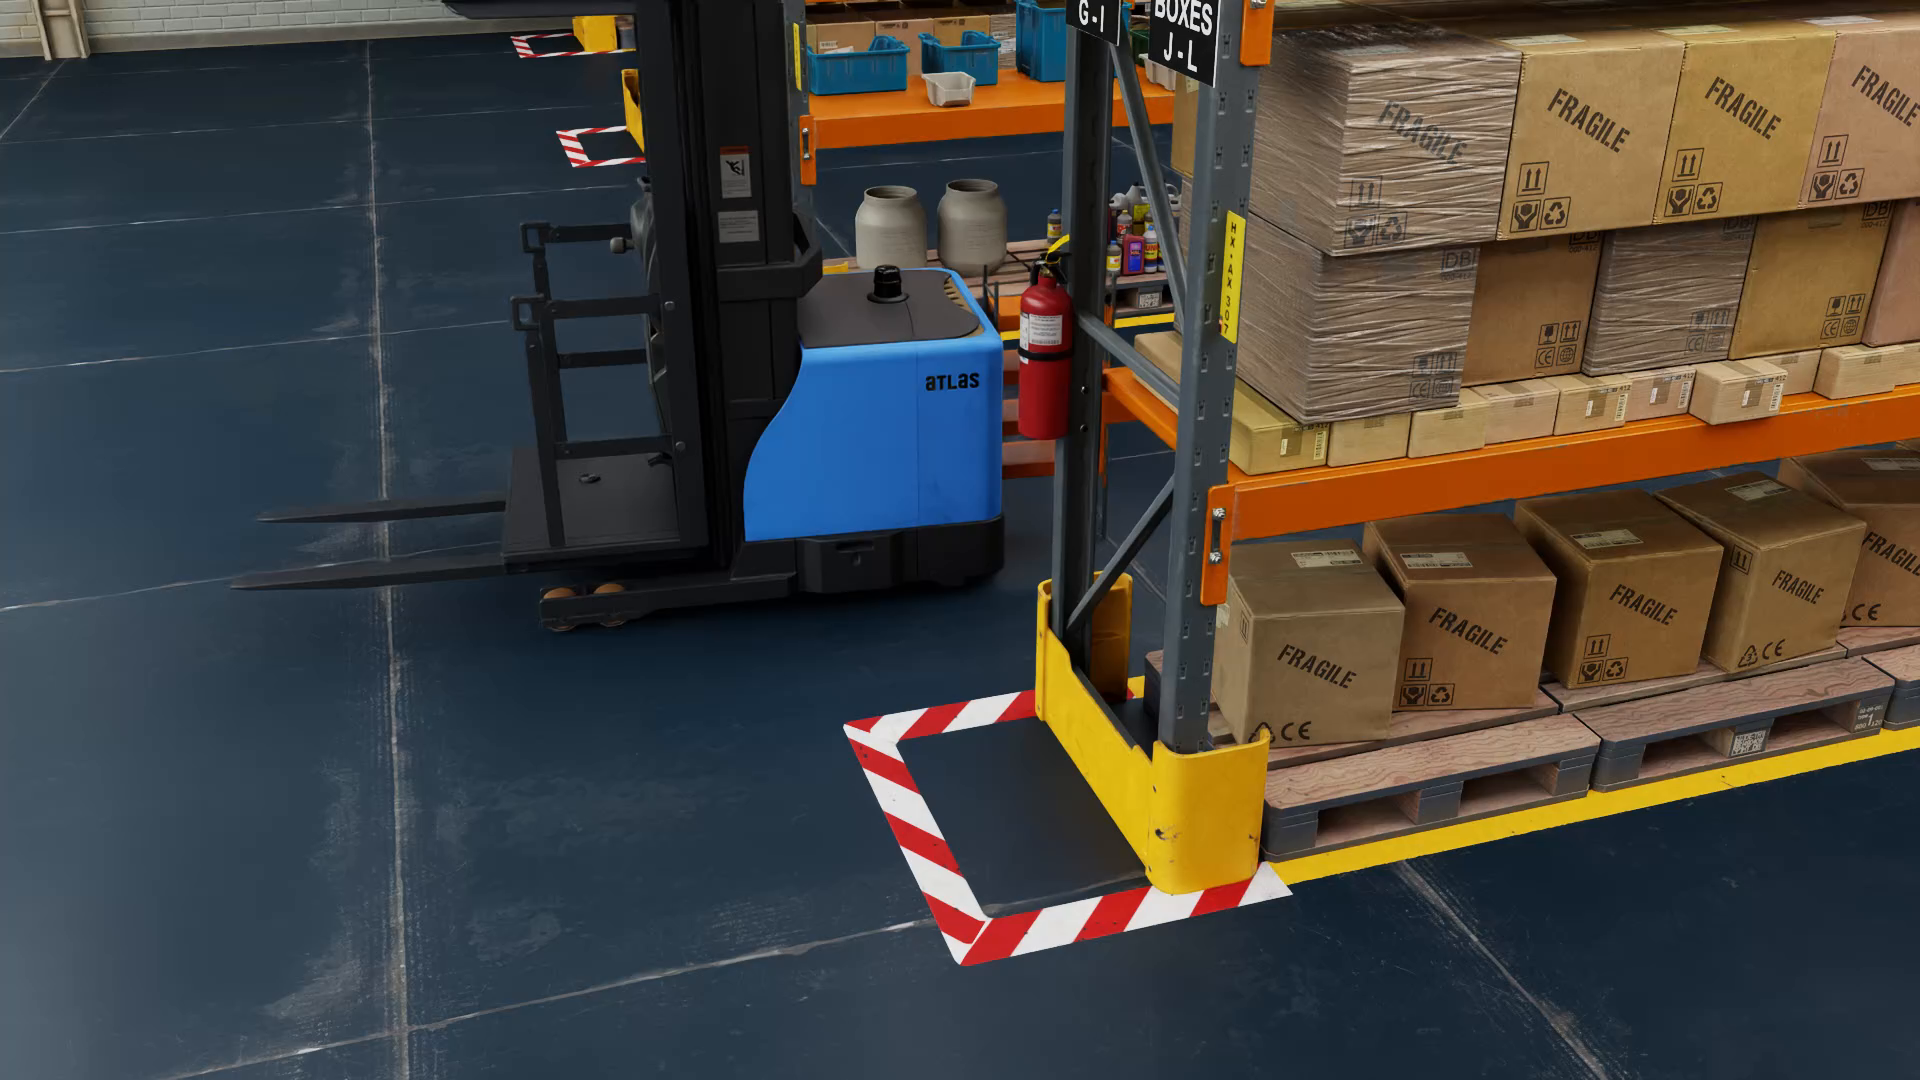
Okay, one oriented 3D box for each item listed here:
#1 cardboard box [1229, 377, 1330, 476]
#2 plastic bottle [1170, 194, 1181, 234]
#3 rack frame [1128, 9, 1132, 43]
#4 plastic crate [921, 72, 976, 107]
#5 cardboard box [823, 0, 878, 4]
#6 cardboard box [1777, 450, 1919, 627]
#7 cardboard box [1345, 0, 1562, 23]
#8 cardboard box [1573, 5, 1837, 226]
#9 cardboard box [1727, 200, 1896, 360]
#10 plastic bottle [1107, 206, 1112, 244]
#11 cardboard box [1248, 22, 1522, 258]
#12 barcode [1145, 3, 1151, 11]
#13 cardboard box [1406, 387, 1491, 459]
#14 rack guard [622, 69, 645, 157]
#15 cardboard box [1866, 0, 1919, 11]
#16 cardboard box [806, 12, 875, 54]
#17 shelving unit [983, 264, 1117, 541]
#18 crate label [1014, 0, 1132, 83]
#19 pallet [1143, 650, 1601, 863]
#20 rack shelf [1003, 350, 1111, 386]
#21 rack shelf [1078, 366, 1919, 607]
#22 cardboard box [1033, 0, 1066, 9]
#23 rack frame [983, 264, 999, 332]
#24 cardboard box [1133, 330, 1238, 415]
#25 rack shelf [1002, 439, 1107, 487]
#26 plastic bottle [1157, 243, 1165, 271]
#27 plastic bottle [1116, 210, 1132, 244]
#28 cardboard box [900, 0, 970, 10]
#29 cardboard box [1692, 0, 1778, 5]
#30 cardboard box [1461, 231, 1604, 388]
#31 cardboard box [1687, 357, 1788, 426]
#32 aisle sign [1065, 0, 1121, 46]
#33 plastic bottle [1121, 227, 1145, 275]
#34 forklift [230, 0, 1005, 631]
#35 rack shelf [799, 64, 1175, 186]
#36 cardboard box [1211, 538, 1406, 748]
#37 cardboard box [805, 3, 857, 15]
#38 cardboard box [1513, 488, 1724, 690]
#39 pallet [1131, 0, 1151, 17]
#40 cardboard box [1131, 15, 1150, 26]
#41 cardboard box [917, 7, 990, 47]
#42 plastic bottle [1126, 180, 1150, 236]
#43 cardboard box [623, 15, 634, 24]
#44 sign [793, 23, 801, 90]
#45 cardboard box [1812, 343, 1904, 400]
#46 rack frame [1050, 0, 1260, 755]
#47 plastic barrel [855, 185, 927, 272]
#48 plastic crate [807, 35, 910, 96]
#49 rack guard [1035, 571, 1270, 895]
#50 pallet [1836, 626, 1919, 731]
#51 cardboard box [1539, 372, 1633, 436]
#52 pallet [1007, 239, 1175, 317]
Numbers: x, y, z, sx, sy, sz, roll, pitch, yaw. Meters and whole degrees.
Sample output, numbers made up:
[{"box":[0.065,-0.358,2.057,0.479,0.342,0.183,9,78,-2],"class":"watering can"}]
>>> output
[{"box":[0.871,-0.340,4.844,0.250,0.149,0.380,-8,28,-16],"class":"cardboard box"},{"box":[1.386,-2.057,10.588,0.135,0.276,0.152,-8,28,-16],"class":"plastic bottle"},{"box":[1.265,-5.254,14.460,0.127,3.000,1.000,-8,28,-16],"class":"rack frame"},{"box":[-0.057,-2.477,9.164,0.250,0.136,0.298,-8,28,-16],"class":"plastic crate"},{"box":[-1.247,-6.266,18.814,0.500,0.500,0.500,-10,28,-20],"class":"cardboard box"},{"box":[3.395,-0.013,6.242,0.500,0.500,0.500,0,26,0],"class":"cardboard box"},{"box":[1.446,-1.392,5.108,0.500,0.500,0.500,-8,28,-16],"class":"cardboard box"},{"box":[2.086,-1.236,4.795,0.500,0.500,0.500,-8,28,-16],"class":"cardboard box"},{"box":[2.464,-0.990,5.425,0.500,0.500,0.875,-8,28,-16],"class":"cardboard box"},{"box":[0.885,-2.005,10.476,0.133,0.283,0.061,-8,28,-16],"class":"plastic bottle"},{"box":[1.134,-1.101,4.522,0.500,0.500,0.500,-8,28,-16],"class":"cardboard box"},{"box":[1.637,-4.621,14.421,0.075,0.075,0.001,-8,28,-16],"class":"barcode"},{"box":[1.357,-0.395,4.954,0.250,0.149,0.380,-8,28,-16],"class":"cardboard box"},{"box":[-2.561,-3.580,13.900,0.348,0.500,1.175,-8,28,-16],"class":"rack guard"},{"box":[3.036,-1.375,5.074,0.500,0.500,0.500,-8,28,-16],"class":"cardboard box"},{"box":[-1.013,-4.119,13.951,0.500,0.500,0.500,-8,28,-16],"class":"cardboard box"},{"box":[0.364,-0.564,7.038,0.503,1.200,0.258,-5,27,-10],"class":"shelving unit"},{"box":[0.659,-2.992,9.864,0.616,0.435,0.502,-8,28,-16],"class":"crate label"},{"box":[1.382,0.627,5.749,1.213,0.211,1.003,-8,28,-16],"class":"pallet"},{"box":[0.364,-0.705,6.968,0.480,0.148,0.258,-5,27,-10],"class":"rack shelf"},{"box":[2.428,-0.467,5.627,4.000,0.370,1.077,-8,28,-16],"class":"rack shelf"},{"box":[0.728,-4.615,14.949,0.500,0.500,0.500,-8,28,-16],"class":"cardboard box"},{"box":[0.125,-0.543,6.995,0.015,1.200,0.240,-5,27,-10],"class":"rack frame"},{"box":[0.733,-0.528,5.223,0.250,0.149,0.380,-8,28,-16],"class":"cardboard box"},{"box":[0.364,-0.326,7.156,0.480,0.148,0.258,-5,27,-10],"class":"rack shelf"},{"box":[1.234,-1.762,10.000,0.097,0.271,0.097,0,26,0],"class":"plastic bottle"},{"box":[1.039,-1.982,10.522,0.097,0.201,0.097,0,26,0],"class":"plastic bottle"},{"box":[-0.223,-4.477,14.672,0.500,0.500,0.500,-8,28,-16],"class":"cardboard box"},{"box":[2.401,-1.525,5.377,0.500,0.500,0.500,-8,28,-16],"class":"cardboard box"},{"box":[1.496,-0.876,5.194,0.500,0.500,0.875,-8,28,-16],"class":"cardboard box"},{"box":[2.327,-0.506,5.178,0.250,0.149,0.380,-8,28,-16],"class":"cardboard box"},{"box":[0.374,-1.797,4.573,0.004,0.787,0.394,-8,28,-16],"class":"aisle sign"},{"box":[1.034,-1.730,9.922,0.133,0.283,0.061,-8,27,-15],"class":"plastic bottle"},{"box":[-1.387,-1.210,6.391,3.031,2.935,1.130,-5,27,-10],"class":"forklift"},{"box":[0.894,-2.562,9.845,4.000,0.370,1.077,-8,28,-16],"class":"rack shelf"},{"box":[1.125,0.338,5.534,0.500,0.500,0.500,-3,27,-7],"class":"cardboard box"},{"box":[-1.174,-4.339,14.394,0.500,0.500,0.500,-8,28,-16],"class":"cardboard box"},{"box":[2.284,0.163,5.886,0.500,0.500,0.500,-6,27,-11],"class":"cardboard box"},{"box":[1.630,-6.376,19.857,1.213,0.211,1.003,-8,28,-16],"class":"pallet"},{"box":[1.562,-4.639,15.210,0.500,0.311,0.500,-8,28,-16],"class":"cardboard box"},{"box":[-0.061,-4.256,14.226,0.500,0.500,0.500,-8,28,-16],"class":"cardboard box"},{"box":[1.139,-2.124,10.639,0.185,0.351,0.144,-7,27,-14],"class":"plastic bottle"},{"box":[-3.390,-5.847,18.184,0.500,0.311,0.500,-12,29,-22],"class":"cardboard box"},{"box":[-0.841,-2.499,8.599,0.005,0.325,0.100,-8,28,-16],"class":"sign"},{"box":[2.785,-0.598,5.364,0.250,0.149,0.380,-8,28,-16],"class":"cardboard box"},{"box":[0.526,-0.514,4.912,0.127,3.000,1.000,-8,28,-16],"class":"rack frame"},{"box":[-0.405,-1.805,9.838,0.421,0.512,0.421,0,26,0],"class":"plastic barrel"},{"box":[-0.624,-2.737,9.557,0.616,0.251,0.499,-8,28,-16],"class":"plastic crate"},{"box":[0.599,0.595,5.489,0.348,0.500,1.175,-8,28,-16],"class":"rack guard"},{"box":[3.702,0.291,6.426,1.213,0.211,1.003,-8,28,-16],"class":"pallet"},{"box":[1.828,-0.469,5.104,0.250,0.149,0.380,-8,28,-16],"class":"cardboard box"},{"box":[0.982,-1.666,10.368,1.213,0.211,1.003,-8,28,-16],"class":"pallet"}]
